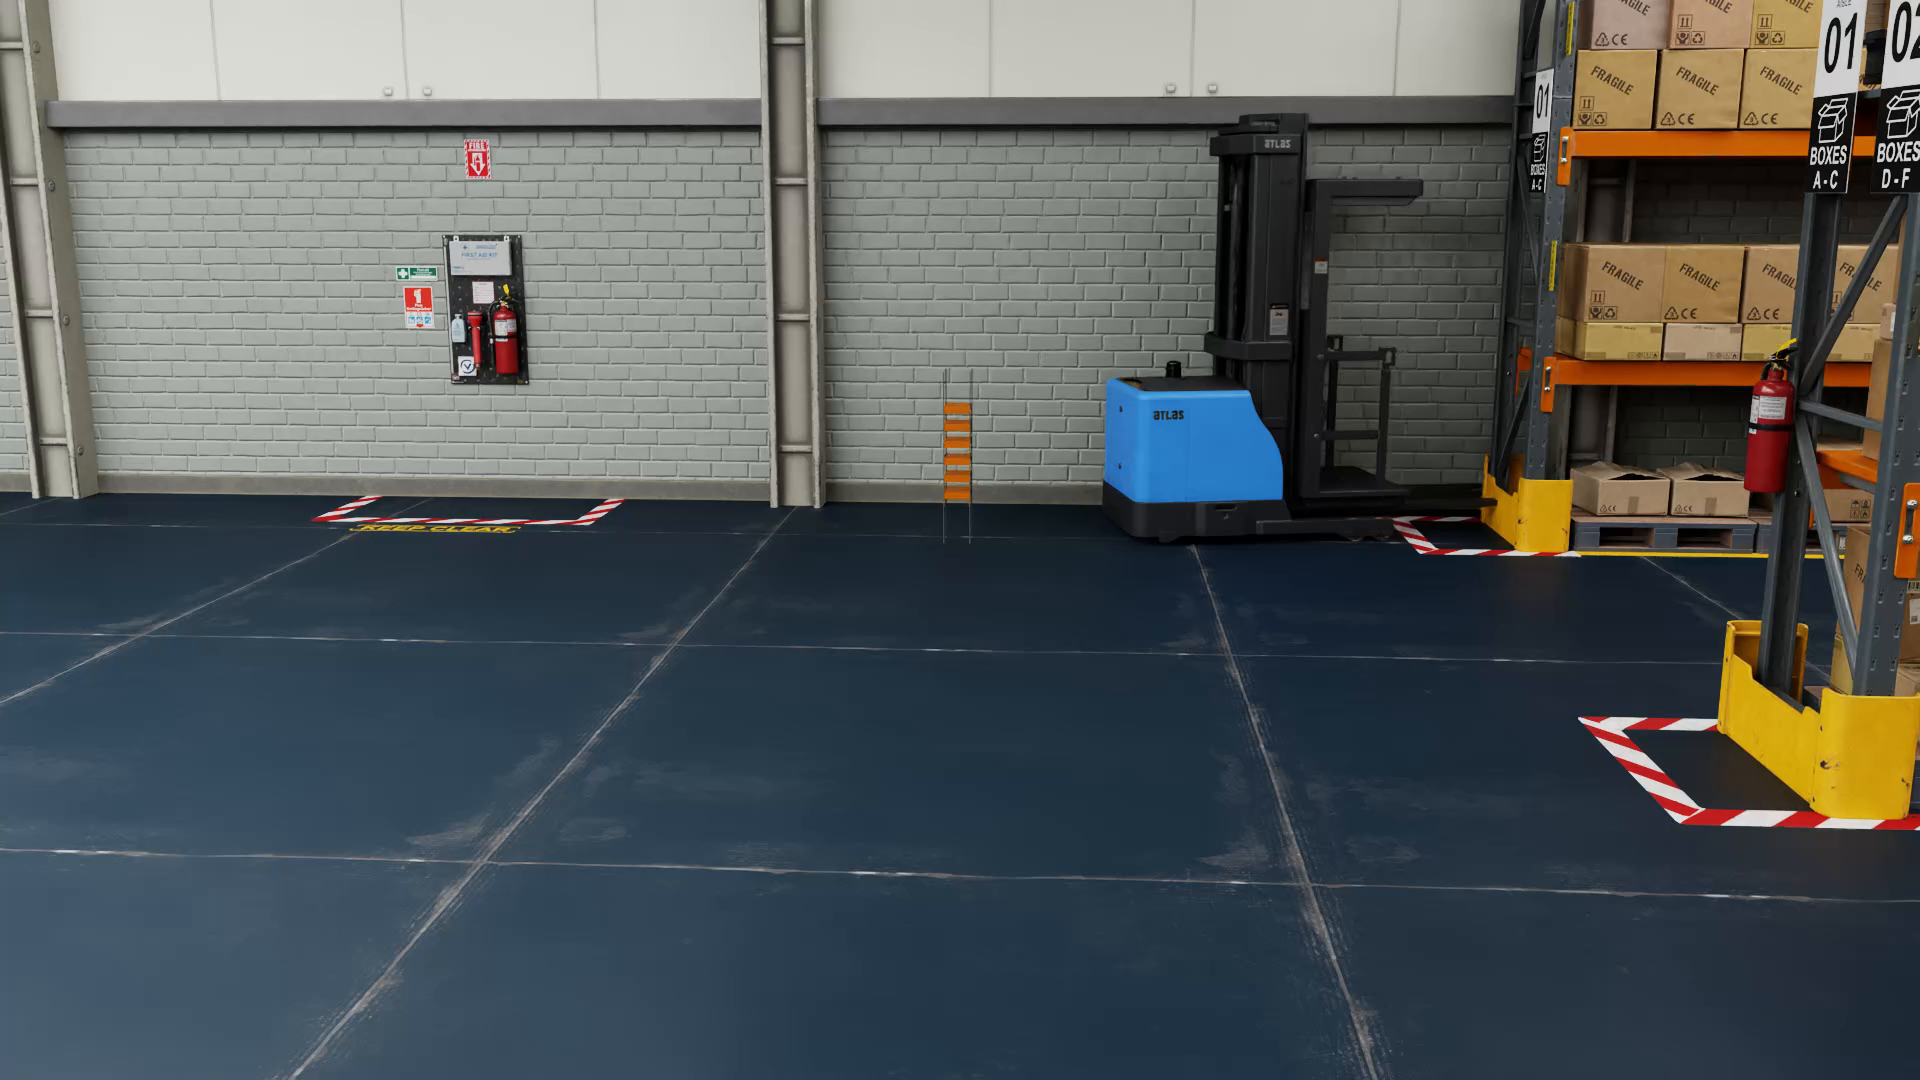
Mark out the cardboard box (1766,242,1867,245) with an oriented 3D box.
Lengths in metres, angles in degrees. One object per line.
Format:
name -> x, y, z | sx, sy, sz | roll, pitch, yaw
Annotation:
cardboard box -> 5.963, -1.821, 11.635 | 0.500, 0.500, 0.500 | 1, 12, 5

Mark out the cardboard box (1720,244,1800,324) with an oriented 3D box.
cardboard box -> 5.422, -1.721, 11.156 | 0.500, 0.500, 0.500 | 0, 12, 2

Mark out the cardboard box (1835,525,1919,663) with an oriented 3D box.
cardboard box -> 4.186, 0.229, 7.206 | 0.500, 0.500, 0.500 | 1, 12, 4

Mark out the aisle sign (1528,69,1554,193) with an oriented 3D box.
aisle sign -> 3.866, -2.715, 11.072 | 0.004, 0.787, 0.394 | 1, 12, 4

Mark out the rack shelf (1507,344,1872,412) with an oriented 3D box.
rack shelf -> 5.954, -1.123, 11.569 | 4.000, 0.370, 1.077 | 1, 12, 4

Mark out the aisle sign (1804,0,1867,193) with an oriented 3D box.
aisle sign -> 3.585, -1.824, 6.813 | 0.004, 0.787, 0.394 | 1, 12, 4

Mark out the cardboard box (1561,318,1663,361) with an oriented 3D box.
cardboard box -> 4.424, -1.368, 11.298 | 0.500, 0.250, 0.500 | 0, 12, 2

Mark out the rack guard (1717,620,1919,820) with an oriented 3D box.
rack guard -> 3.607, 0.732, 7.046 | 0.348, 0.500, 1.175 | 1, 12, 4

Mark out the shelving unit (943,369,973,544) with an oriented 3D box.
shelving unit -> -0.014, -0.587, 11.646 | 0.189, 1.200, 0.258 | 1, 12, 4

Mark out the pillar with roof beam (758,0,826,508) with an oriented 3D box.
pillar with roof beam -> -1.560, -3.809, 7.999 | 0.400, 9.000, 9.100 | 1, 12, 4

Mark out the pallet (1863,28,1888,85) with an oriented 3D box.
pallet -> 4.335, -1.901, 6.419 | 1.213, 0.211, 1.003 | 1, 12, 4

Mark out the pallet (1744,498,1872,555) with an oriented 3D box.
pallet -> 6.056, -0.101, 11.737 | 1.213, 0.211, 1.003 | 1, 12, 4

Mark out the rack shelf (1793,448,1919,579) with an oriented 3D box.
rack shelf -> 5.627, -0.111, 6.731 | 4.000, 0.370, 1.077 | 1, 12, 4

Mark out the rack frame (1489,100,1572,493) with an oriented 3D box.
rack frame -> 3.958, -1.503, 11.626 | 0.127, 3.000, 1.000 | 1, 12, 4

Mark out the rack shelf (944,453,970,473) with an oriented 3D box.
rack shelf -> -0.014, -0.544, 11.655 | 0.180, 0.103, 0.258 | 1, 12, 4

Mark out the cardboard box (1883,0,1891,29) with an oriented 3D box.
cardboard box -> 6.362, -3.426, 10.760 | 0.500, 0.500, 0.500 | 0, 12, 2

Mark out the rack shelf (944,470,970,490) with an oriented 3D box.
rack shelf -> -0.014, -0.427, 11.680 | 0.180, 0.103, 0.258 | 1, 12, 4

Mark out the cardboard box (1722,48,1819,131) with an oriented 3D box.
cardboard box -> 5.327, -2.953, 10.941 | 0.500, 0.500, 0.500 | 1, 12, 6

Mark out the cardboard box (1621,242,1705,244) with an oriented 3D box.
cardboard box -> 4.944, -1.834, 11.697 | 0.500, 0.500, 0.500 | 1, 12, 5

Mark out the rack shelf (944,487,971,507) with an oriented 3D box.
rack shelf -> -0.014, -0.309, 11.704 | 0.180, 0.103, 0.258 | 1, 12, 4

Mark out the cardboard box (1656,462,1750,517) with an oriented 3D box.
cardboard box -> 5.211, -0.366, 11.686 | 0.500, 0.311, 0.500 | 2, 12, 8

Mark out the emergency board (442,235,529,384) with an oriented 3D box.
emergency board -> -3.735, -1.794, 13.017 | 0.643, 1.169, 0.194 | 1, 12, 4

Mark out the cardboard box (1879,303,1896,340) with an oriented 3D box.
cardboard box -> 4.025, -0.891, 6.873 | 0.250, 0.149, 0.380 | 1, 12, 3

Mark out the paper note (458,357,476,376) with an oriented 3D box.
paper note -> -3.907, -1.379, 13.186 | 0.142, 0.148, 0.016 | 1, 12, 4

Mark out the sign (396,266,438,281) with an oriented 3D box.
sign -> -4.276, -2.097, 13.087 | 0.331, 0.109, 0.001 | 1, 12, 4

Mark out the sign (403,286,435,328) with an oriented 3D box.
sign -> -4.280, -1.840, 13.150 | 0.234, 0.329, 0.001 | 1, 12, 4

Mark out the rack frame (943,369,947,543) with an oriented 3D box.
rack frame -> -0.106, -0.589, 11.652 | 0.006, 1.200, 0.240 | 1, 12, 4

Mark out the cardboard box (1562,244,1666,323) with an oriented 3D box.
cardboard box -> 4.415, -1.738, 11.238 | 0.500, 0.500, 0.500 | 1, 12, 4

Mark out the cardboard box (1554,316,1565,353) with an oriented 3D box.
cardboard box -> 4.438, -1.472, 11.798 | 0.500, 0.250, 0.500 | 1, 12, 5

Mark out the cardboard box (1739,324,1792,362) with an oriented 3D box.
cardboard box -> 5.451, -1.355, 11.239 | 0.500, 0.250, 0.500 | 1, 12, 3

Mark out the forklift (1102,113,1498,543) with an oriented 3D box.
forklift -> 2.623, -1.530, 11.926 | 3.031, 2.935, 1.130 | -2, 12, -8

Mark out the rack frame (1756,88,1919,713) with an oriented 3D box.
rack frame -> 3.631, -0.491, 6.788 | 0.127, 3.000, 1.000 | 1, 12, 4

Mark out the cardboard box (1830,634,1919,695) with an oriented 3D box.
cardboard box -> 4.186, 0.597, 7.280 | 0.500, 0.250, 0.500 | 1, 12, 4

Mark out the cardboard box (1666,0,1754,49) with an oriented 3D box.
cardboard box -> 4.824, -3.447, 10.860 | 0.500, 0.500, 0.500 | 1, 12, 3

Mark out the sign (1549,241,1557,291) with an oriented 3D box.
sign -> 3.922, -1.816, 11.008 | 0.005, 0.325, 0.100 | 1, 12, 4

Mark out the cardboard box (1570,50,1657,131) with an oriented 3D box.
cardboard box -> 4.275, -2.974, 11.041 | 0.500, 0.500, 0.500 | 1, 12, 5
